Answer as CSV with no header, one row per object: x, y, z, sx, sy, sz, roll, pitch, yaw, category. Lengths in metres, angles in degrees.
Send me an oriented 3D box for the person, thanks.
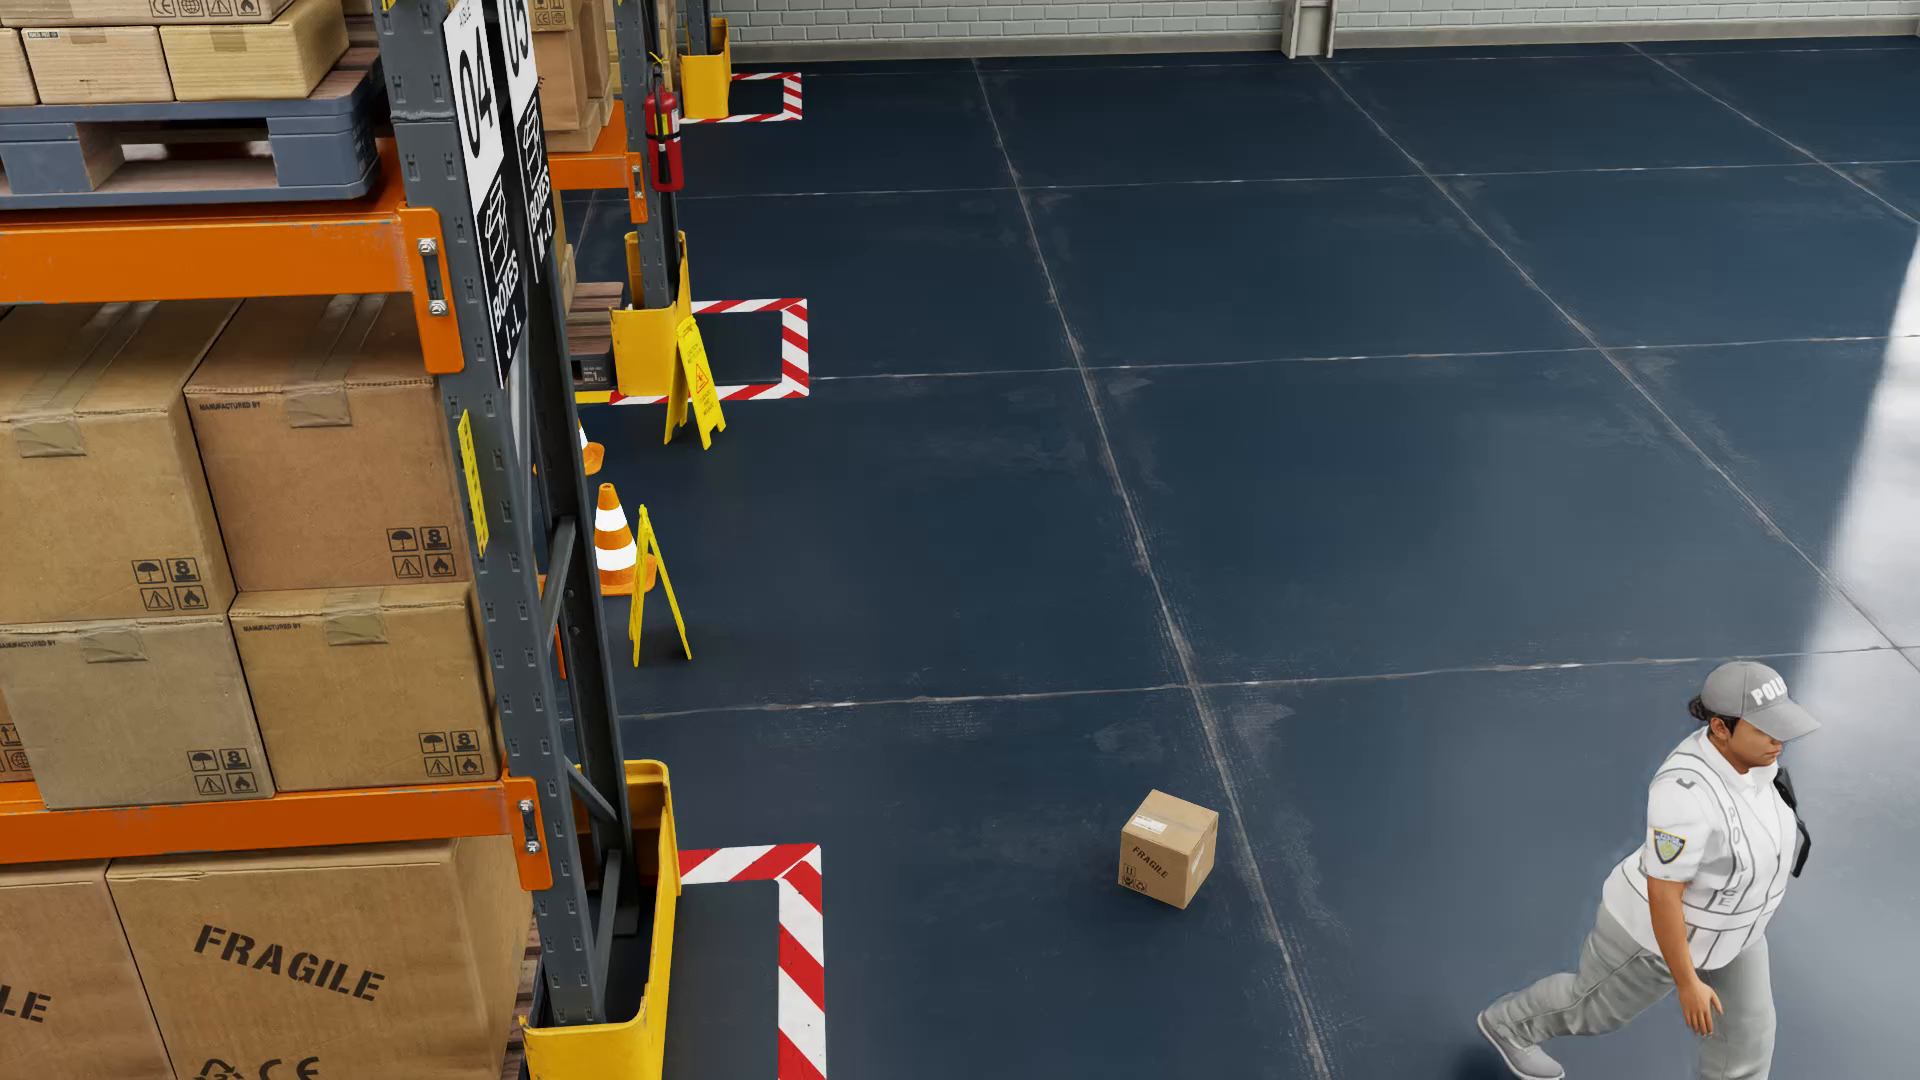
1.983,1.045,4.404,0.478,1.621,0.935,-21,37,-30,person
